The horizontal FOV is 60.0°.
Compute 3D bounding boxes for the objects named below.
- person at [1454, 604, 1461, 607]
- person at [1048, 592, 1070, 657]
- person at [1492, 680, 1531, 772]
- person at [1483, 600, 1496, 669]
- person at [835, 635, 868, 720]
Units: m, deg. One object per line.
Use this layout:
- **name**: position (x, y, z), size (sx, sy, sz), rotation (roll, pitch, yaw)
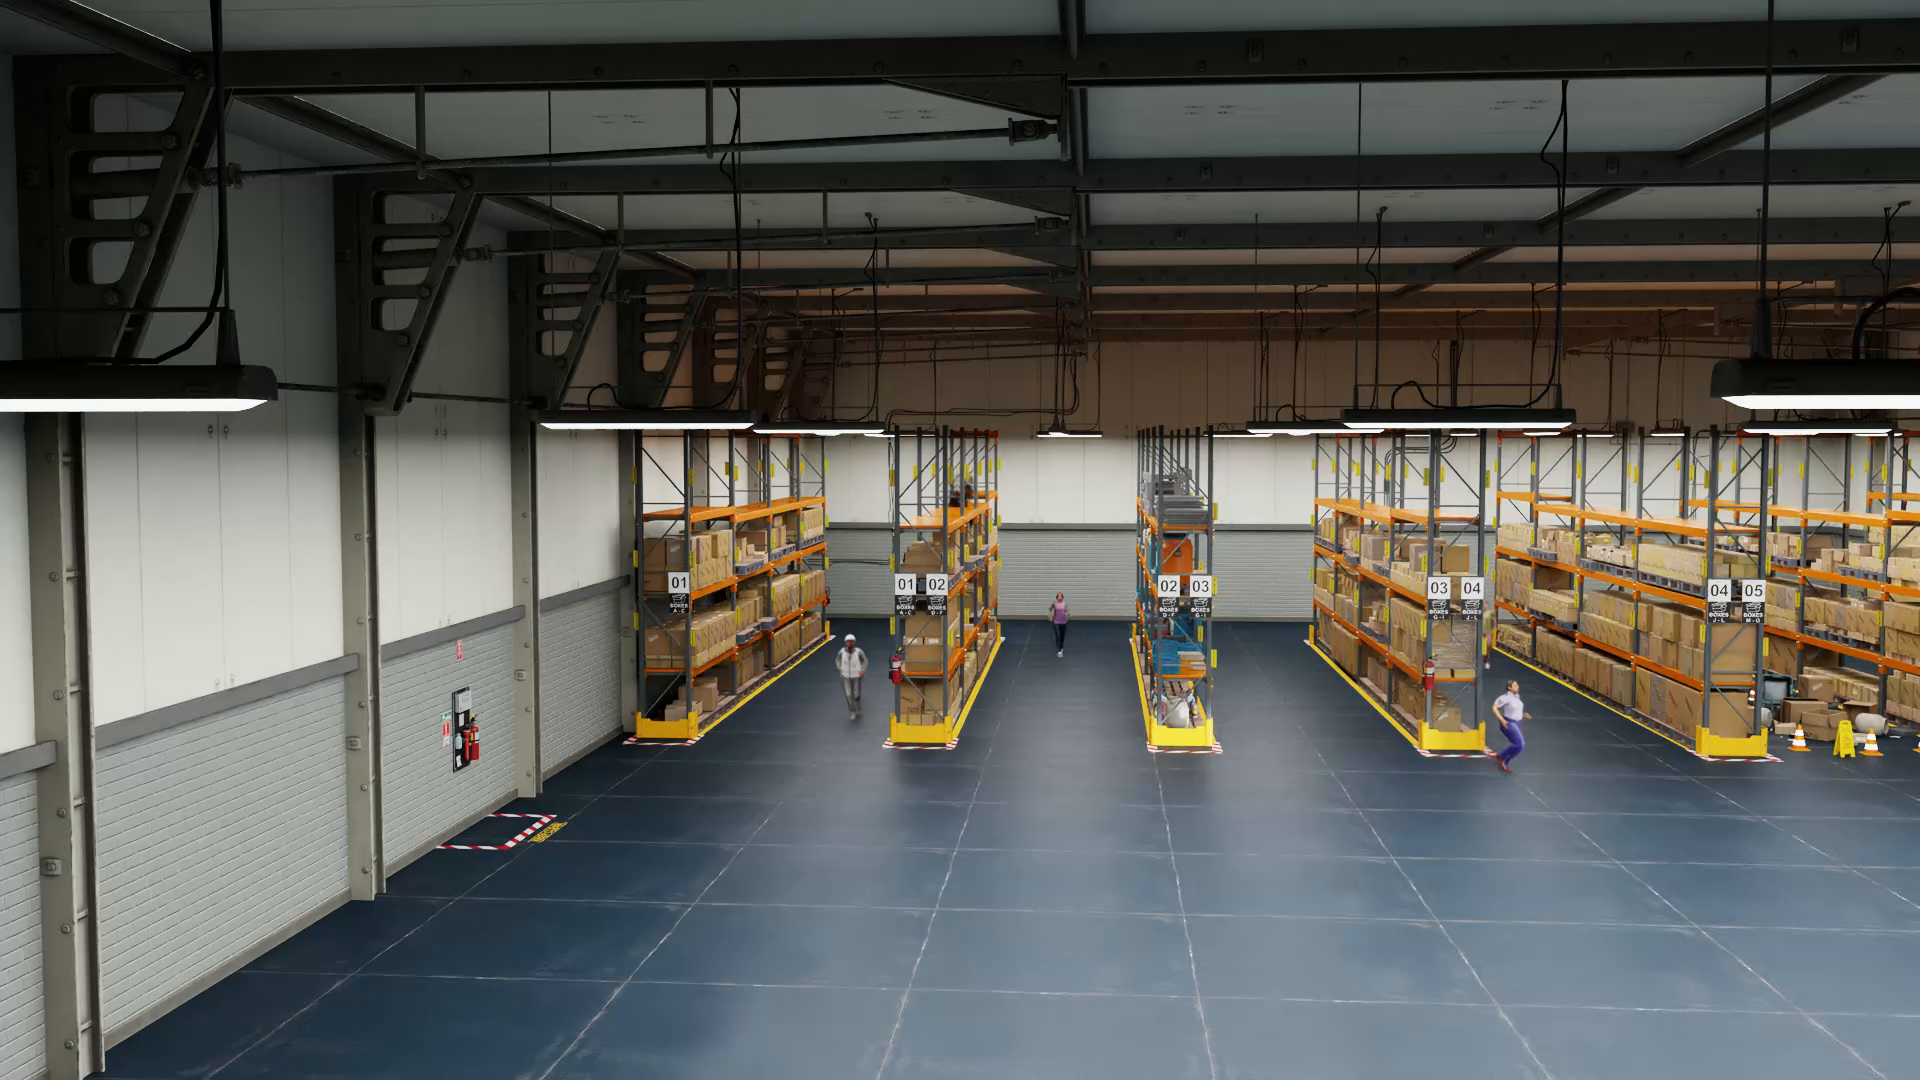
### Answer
- **person**: position (13.565, 2.117, 45.519), size (0.715, 1.792, 0.755), rotation (1, 3, 9)
- **person**: position (2.509, 2.119, 41.836), size (0.541, 1.594, 0.824), rotation (0, 3, -6)
- **person**: position (9.493, 3.202, 28.541), size (0.566, 1.607, 0.587), rotation (3, 5, 43)
- **person**: position (13.241, 2.366, 42.001), size (0.583, 1.709, 0.901), rotation (1, 3, 10)
- **person**: position (-2.241, 2.805, 34.302), size (0.680, 1.739, 0.610), rotation (0, 3, 4)
